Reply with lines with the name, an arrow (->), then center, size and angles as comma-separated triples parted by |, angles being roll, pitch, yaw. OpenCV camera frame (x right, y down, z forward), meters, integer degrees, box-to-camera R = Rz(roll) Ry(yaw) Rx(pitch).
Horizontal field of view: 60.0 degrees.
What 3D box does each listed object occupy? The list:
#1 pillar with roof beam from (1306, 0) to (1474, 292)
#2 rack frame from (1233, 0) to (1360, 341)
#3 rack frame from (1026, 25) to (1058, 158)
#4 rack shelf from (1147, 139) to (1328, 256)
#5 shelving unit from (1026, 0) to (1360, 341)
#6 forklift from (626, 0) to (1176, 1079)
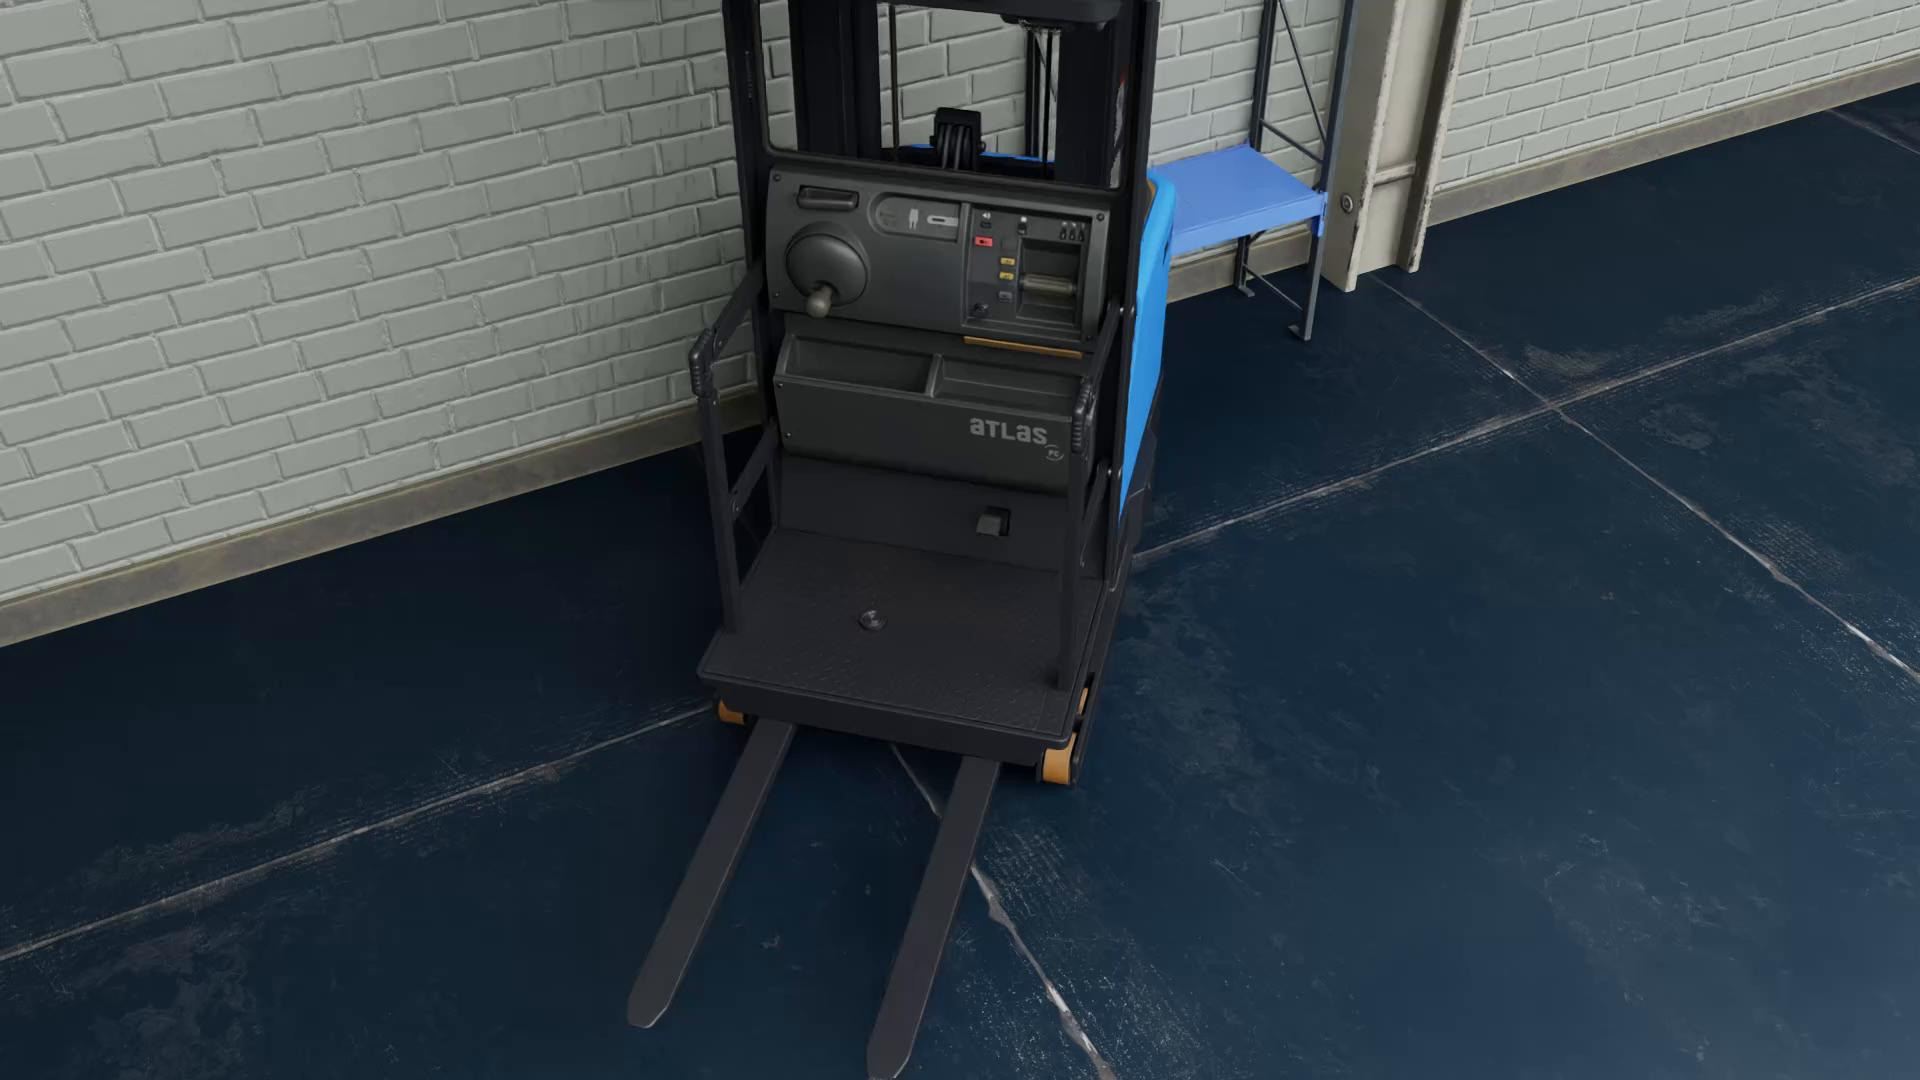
pillar with roof beam -> 3.708, -2.153, 1.329 | 0.400, 9.000, 9.100 | -19, 44, -21
rack frame -> 1.276, -1.523, 6.380 | 0.032, 1.500, 0.500 | -18, 43, -20
rack frame -> 0.372, -1.221, 6.025 | 0.032, 1.500, 0.500 | -18, 43, -20
rack shelf -> 0.825, -1.233, 6.316 | 1.000, 0.185, 0.538 | -18, 43, -20
shelving unit -> 0.824, -1.372, 6.202 | 1.048, 1.500, 0.538 | -18, 43, -20
forklift -> -0.119, -0.675, 4.279 | 1.130, 2.935, 3.031 | 9, 41, 11
